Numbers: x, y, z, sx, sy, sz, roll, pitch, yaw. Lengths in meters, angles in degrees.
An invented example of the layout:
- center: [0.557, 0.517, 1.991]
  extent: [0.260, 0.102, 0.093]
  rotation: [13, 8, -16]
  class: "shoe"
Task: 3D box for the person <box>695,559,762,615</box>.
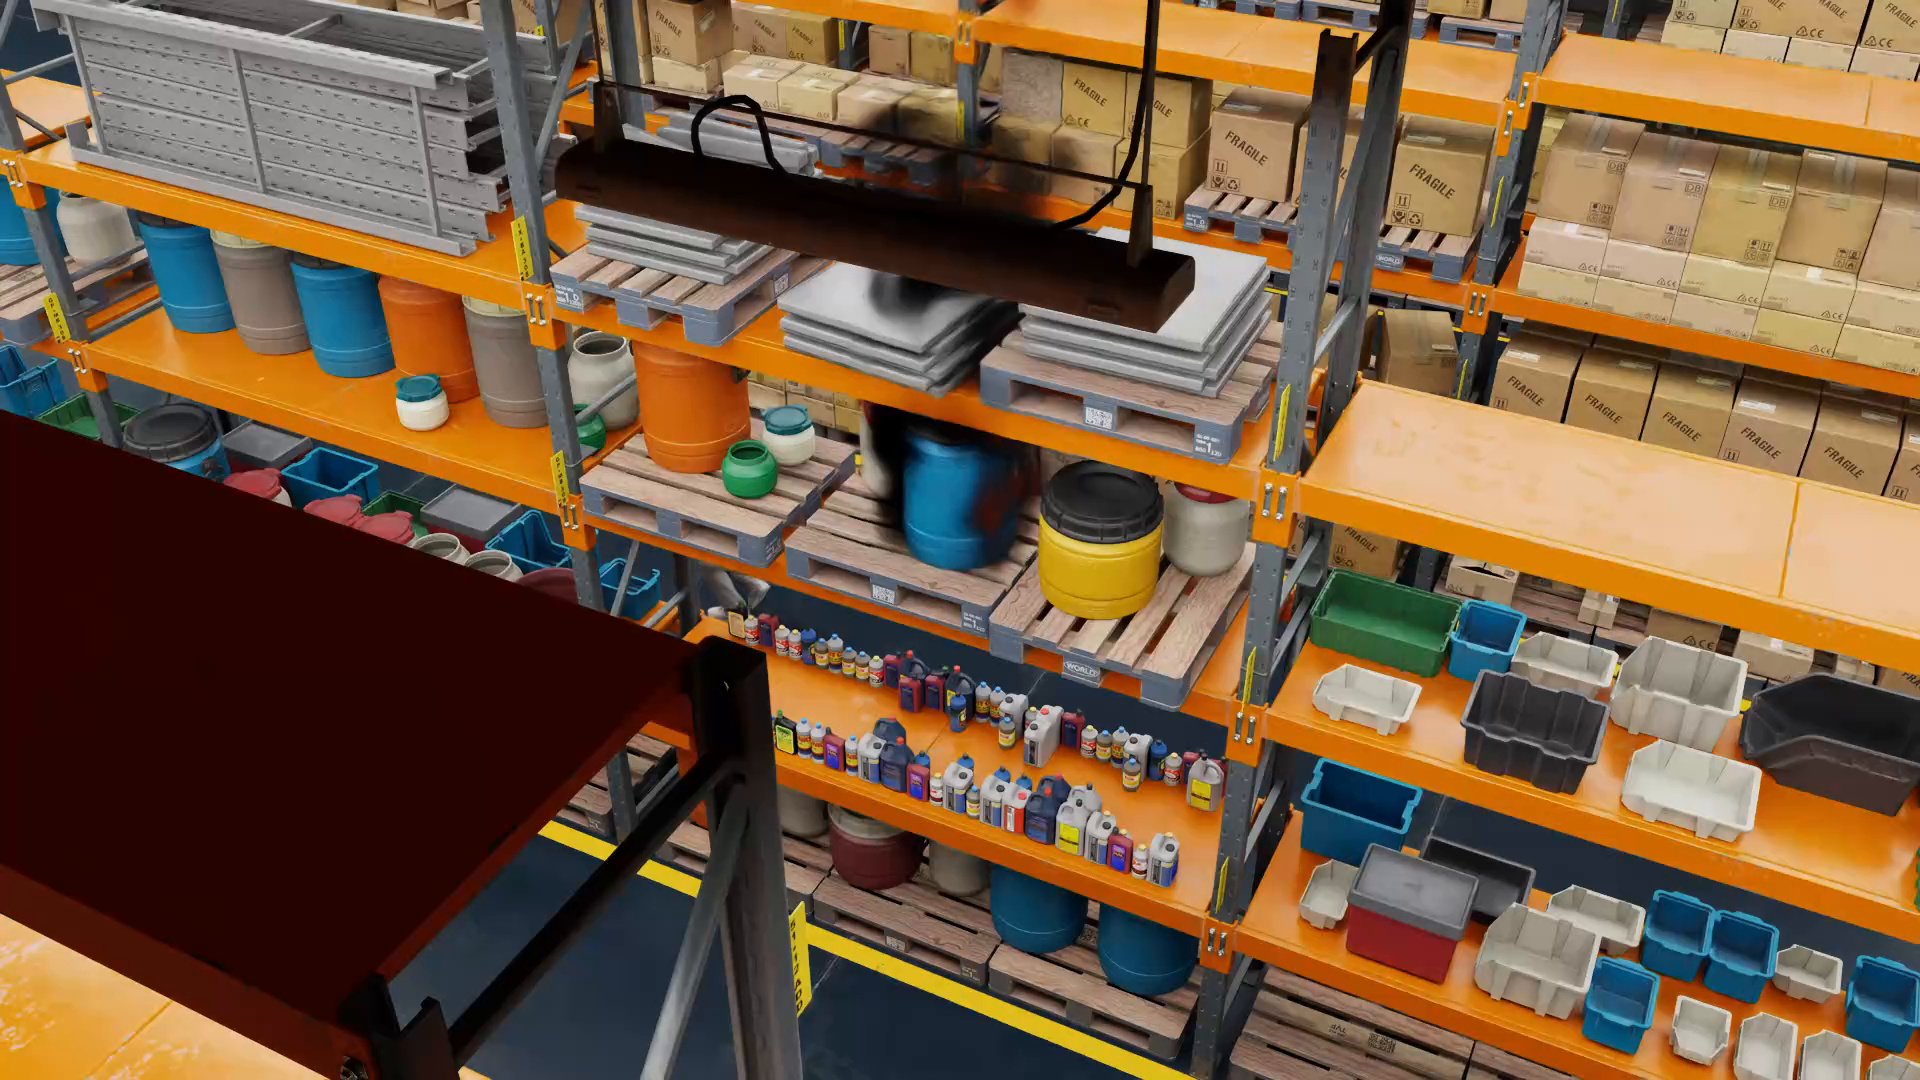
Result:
- center: [-1.830, -0.125, 12.480]
  extent: [0.574, 1.678, 0.726]
  rotation: [14, 37, 19]
  class: "person"
